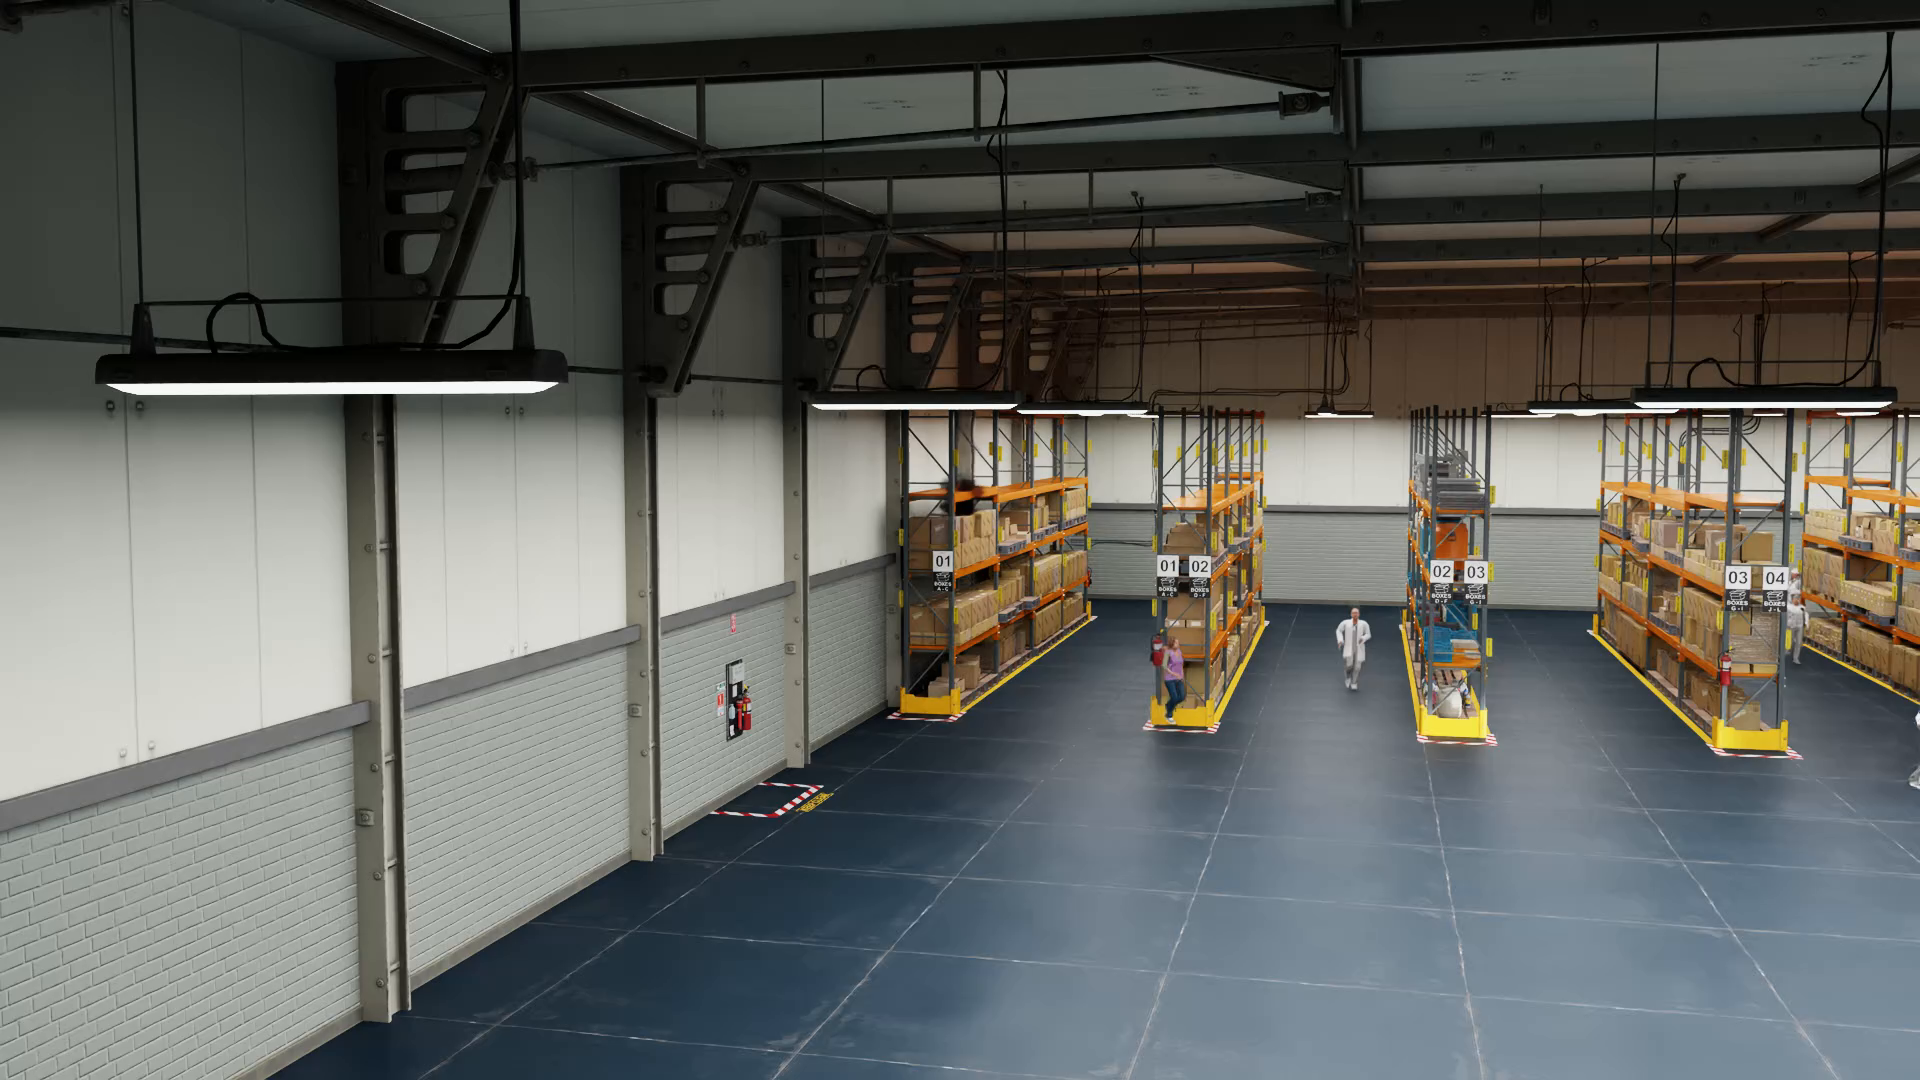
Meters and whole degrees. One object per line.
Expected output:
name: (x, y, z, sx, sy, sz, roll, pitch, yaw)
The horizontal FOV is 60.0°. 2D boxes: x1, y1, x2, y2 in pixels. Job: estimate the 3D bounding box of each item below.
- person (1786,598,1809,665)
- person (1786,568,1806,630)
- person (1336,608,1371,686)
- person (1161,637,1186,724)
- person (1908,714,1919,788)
person: (19.786, 2.096, 39.356, 0.632, 1.616, 0.861, 1, 4, 13)
person: (22.315, 1.601, 44.276, 0.754, 1.689, 0.700, 0, 4, 0)
person: (8.347, 2.287, 35.223, 0.704, 1.674, 0.645, 1, 4, 8)
person: (3.861, 2.520, 29.890, 0.580, 1.565, 0.518, -3, 5, -38)
person: (15.026, 3.088, 25.633, 0.660, 1.555, 0.528, 4, 6, 43)
